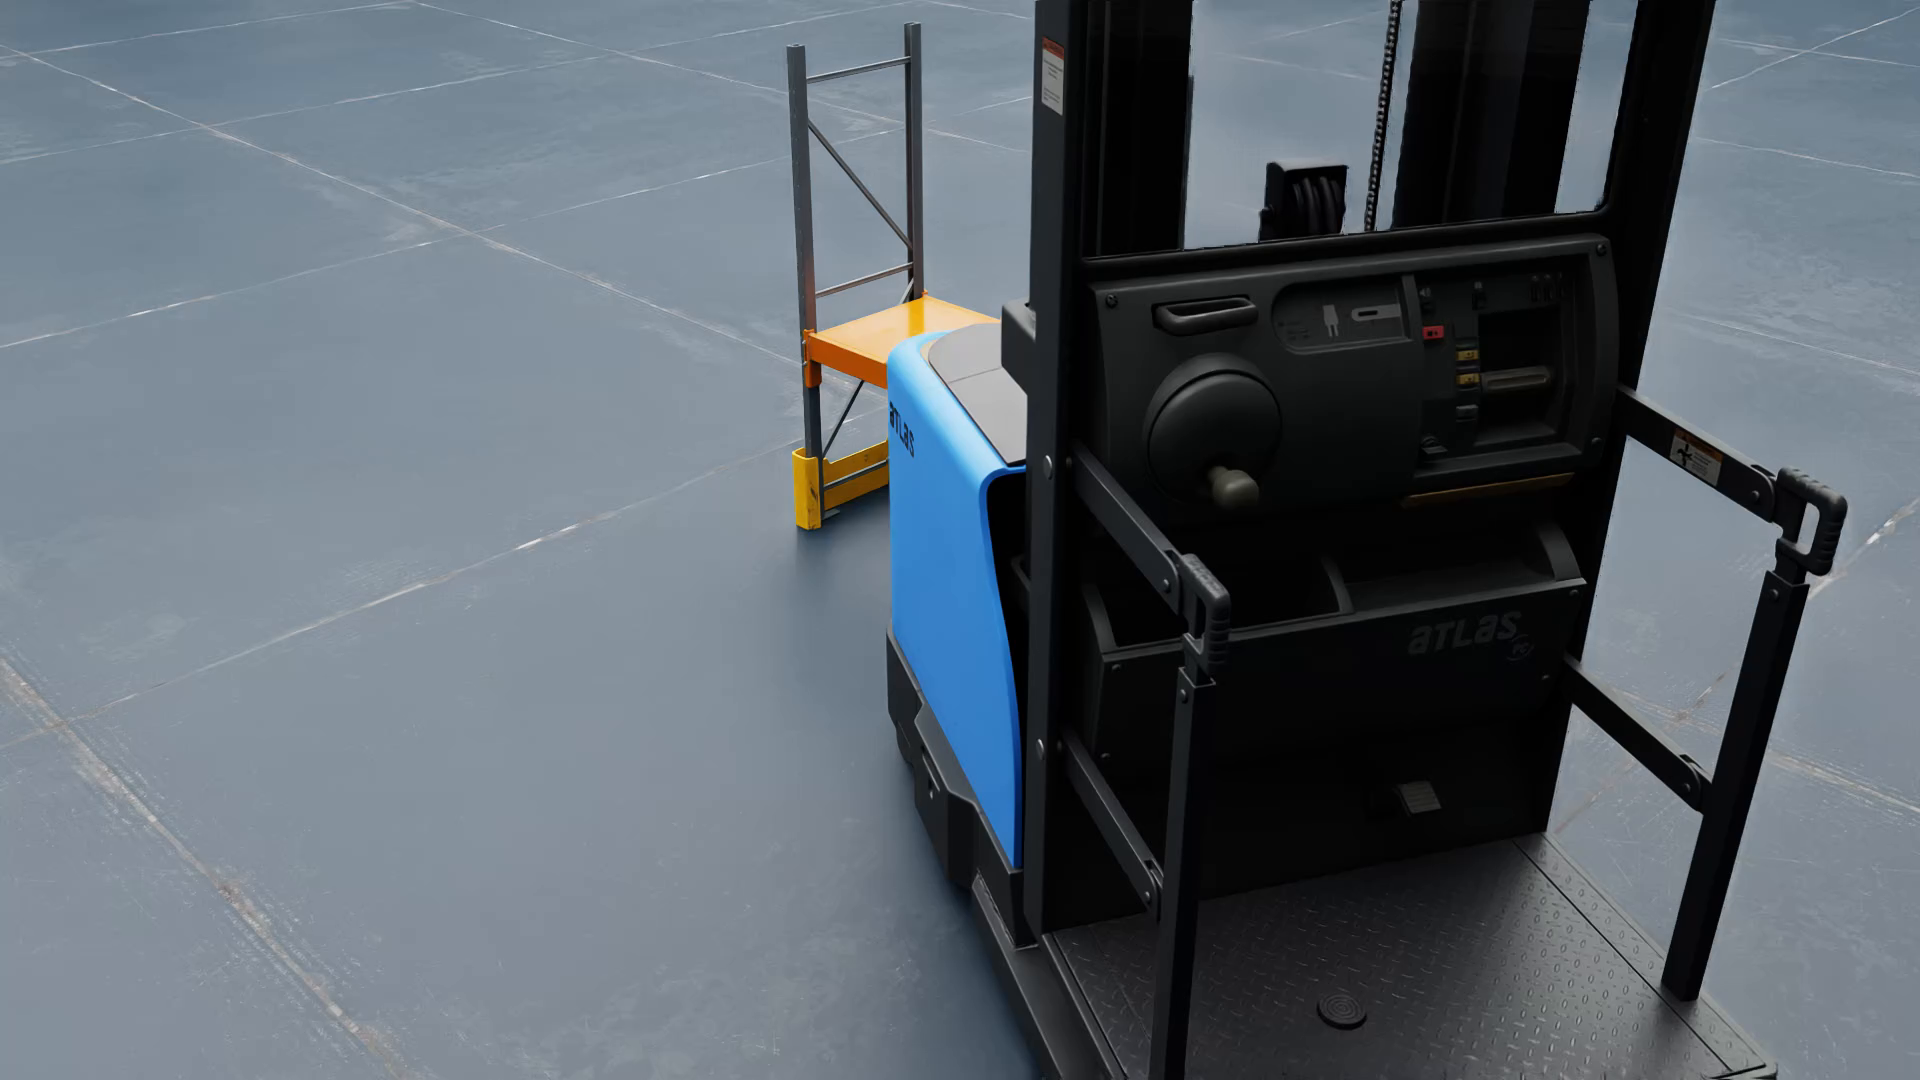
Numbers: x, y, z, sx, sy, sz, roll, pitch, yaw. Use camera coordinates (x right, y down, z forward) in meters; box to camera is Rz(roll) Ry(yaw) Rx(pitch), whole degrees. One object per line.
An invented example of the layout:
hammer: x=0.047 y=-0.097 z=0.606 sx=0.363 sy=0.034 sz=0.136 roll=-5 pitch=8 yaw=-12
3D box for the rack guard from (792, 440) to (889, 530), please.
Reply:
rack guard: x=-0.301 y=-0.248 z=5.454 sx=0.087 sy=0.250 sz=0.587 roll=25 pitch=36 yaw=38

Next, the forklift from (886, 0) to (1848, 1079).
forklift: x=0.727 y=-0.230 z=2.538 sx=1.130 sy=2.935 sz=3.031 roll=-8 pitch=29 yaw=-15

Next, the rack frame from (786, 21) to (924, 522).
rack frame: x=-0.302 y=-0.802 z=5.163 sx=0.032 sy=1.500 sz=0.500 roll=25 pitch=36 yaw=38

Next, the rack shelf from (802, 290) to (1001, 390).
rack shelf: x=0.061 y=-0.477 z=4.932 sx=1.000 sy=0.185 sz=0.538 roll=25 pitch=36 yaw=38

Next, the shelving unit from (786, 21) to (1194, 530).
shelving unit: x=0.054 y=-0.639 z=4.854 sx=1.083 sy=1.500 sz=0.587 roll=25 pitch=36 yaw=38

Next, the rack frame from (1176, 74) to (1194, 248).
rack frame: x=0.423 y=-0.470 z=4.533 sx=0.032 sy=1.500 sz=0.500 roll=25 pitch=36 yaw=38
